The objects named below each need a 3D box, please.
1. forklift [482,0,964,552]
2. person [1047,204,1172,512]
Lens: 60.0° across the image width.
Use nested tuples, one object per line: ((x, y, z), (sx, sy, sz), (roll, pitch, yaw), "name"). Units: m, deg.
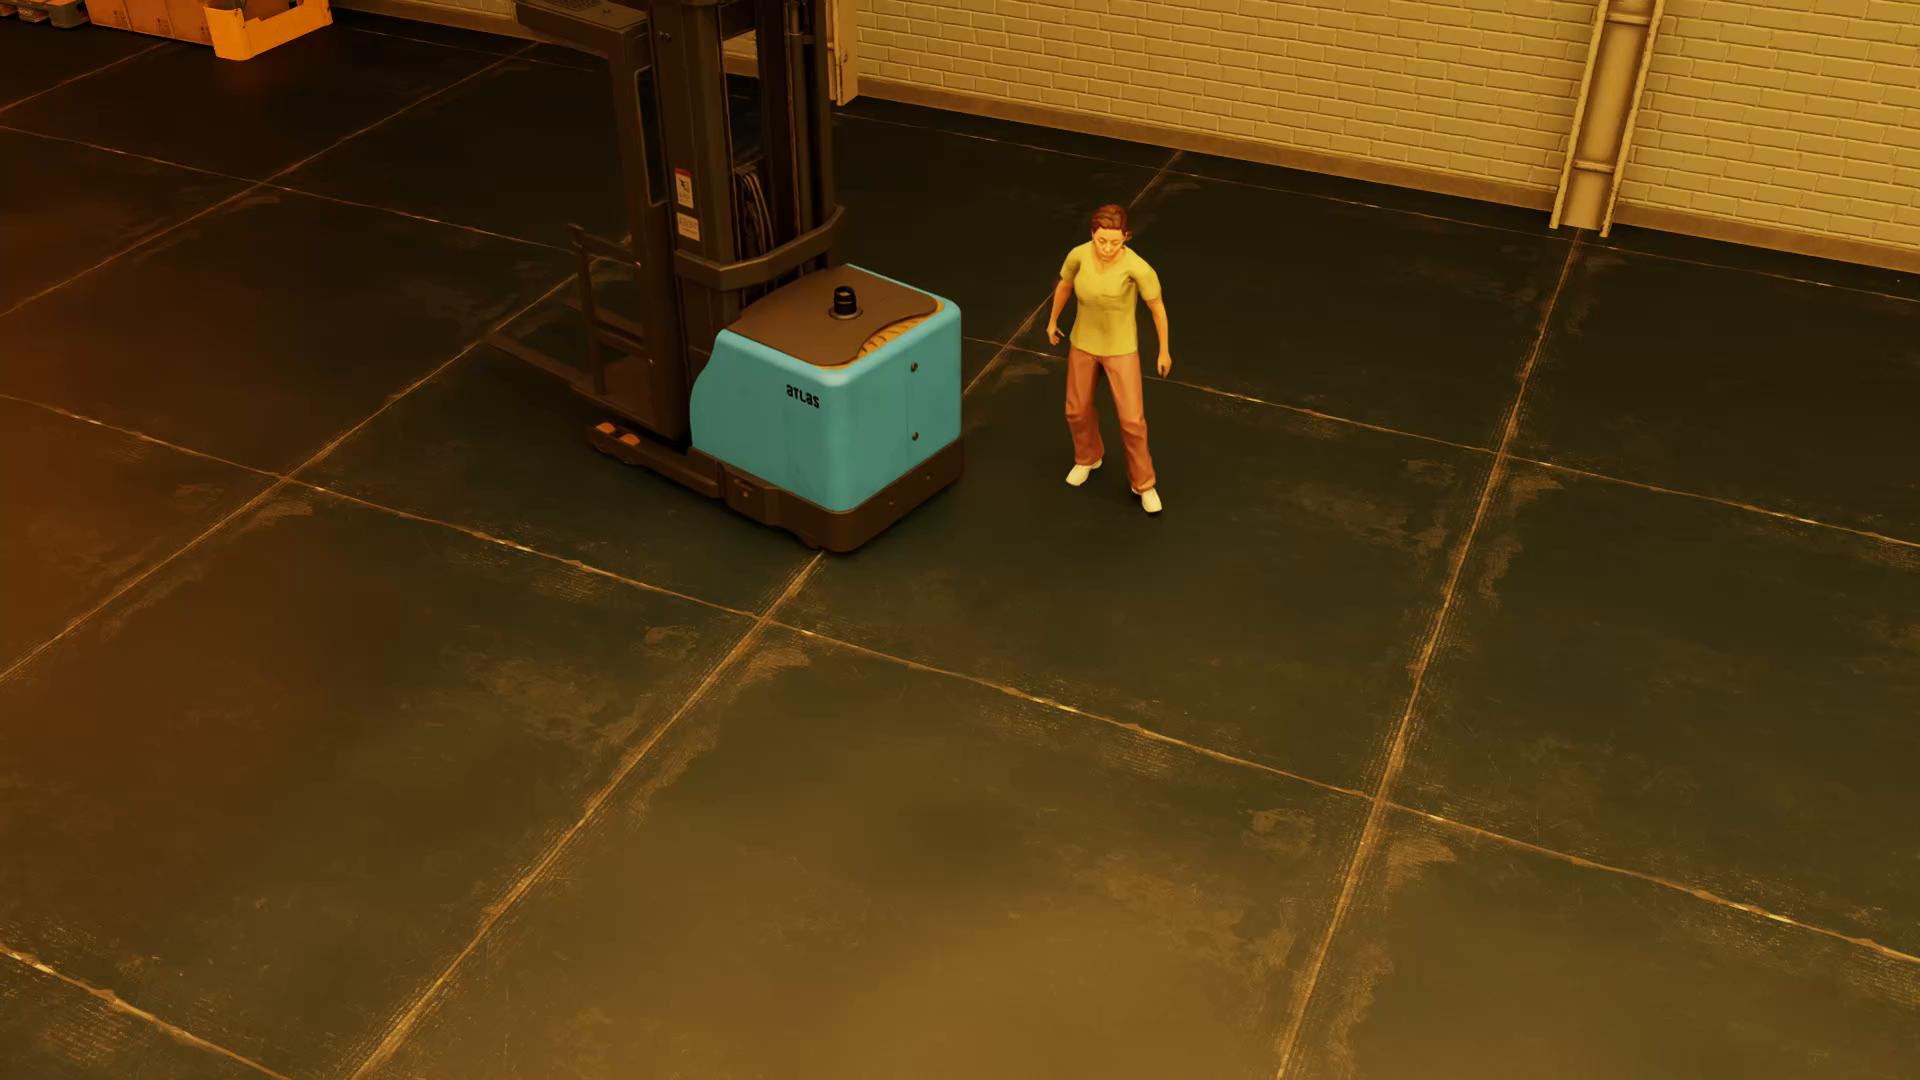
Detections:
((-1.452, -1.829, 8.650), (3.031, 2.935, 1.130), (24, 42, 30), "forklift")
((0.779, -0.981, 8.580), (0.788, 1.647, 0.372), (17, 39, 22), "person")
